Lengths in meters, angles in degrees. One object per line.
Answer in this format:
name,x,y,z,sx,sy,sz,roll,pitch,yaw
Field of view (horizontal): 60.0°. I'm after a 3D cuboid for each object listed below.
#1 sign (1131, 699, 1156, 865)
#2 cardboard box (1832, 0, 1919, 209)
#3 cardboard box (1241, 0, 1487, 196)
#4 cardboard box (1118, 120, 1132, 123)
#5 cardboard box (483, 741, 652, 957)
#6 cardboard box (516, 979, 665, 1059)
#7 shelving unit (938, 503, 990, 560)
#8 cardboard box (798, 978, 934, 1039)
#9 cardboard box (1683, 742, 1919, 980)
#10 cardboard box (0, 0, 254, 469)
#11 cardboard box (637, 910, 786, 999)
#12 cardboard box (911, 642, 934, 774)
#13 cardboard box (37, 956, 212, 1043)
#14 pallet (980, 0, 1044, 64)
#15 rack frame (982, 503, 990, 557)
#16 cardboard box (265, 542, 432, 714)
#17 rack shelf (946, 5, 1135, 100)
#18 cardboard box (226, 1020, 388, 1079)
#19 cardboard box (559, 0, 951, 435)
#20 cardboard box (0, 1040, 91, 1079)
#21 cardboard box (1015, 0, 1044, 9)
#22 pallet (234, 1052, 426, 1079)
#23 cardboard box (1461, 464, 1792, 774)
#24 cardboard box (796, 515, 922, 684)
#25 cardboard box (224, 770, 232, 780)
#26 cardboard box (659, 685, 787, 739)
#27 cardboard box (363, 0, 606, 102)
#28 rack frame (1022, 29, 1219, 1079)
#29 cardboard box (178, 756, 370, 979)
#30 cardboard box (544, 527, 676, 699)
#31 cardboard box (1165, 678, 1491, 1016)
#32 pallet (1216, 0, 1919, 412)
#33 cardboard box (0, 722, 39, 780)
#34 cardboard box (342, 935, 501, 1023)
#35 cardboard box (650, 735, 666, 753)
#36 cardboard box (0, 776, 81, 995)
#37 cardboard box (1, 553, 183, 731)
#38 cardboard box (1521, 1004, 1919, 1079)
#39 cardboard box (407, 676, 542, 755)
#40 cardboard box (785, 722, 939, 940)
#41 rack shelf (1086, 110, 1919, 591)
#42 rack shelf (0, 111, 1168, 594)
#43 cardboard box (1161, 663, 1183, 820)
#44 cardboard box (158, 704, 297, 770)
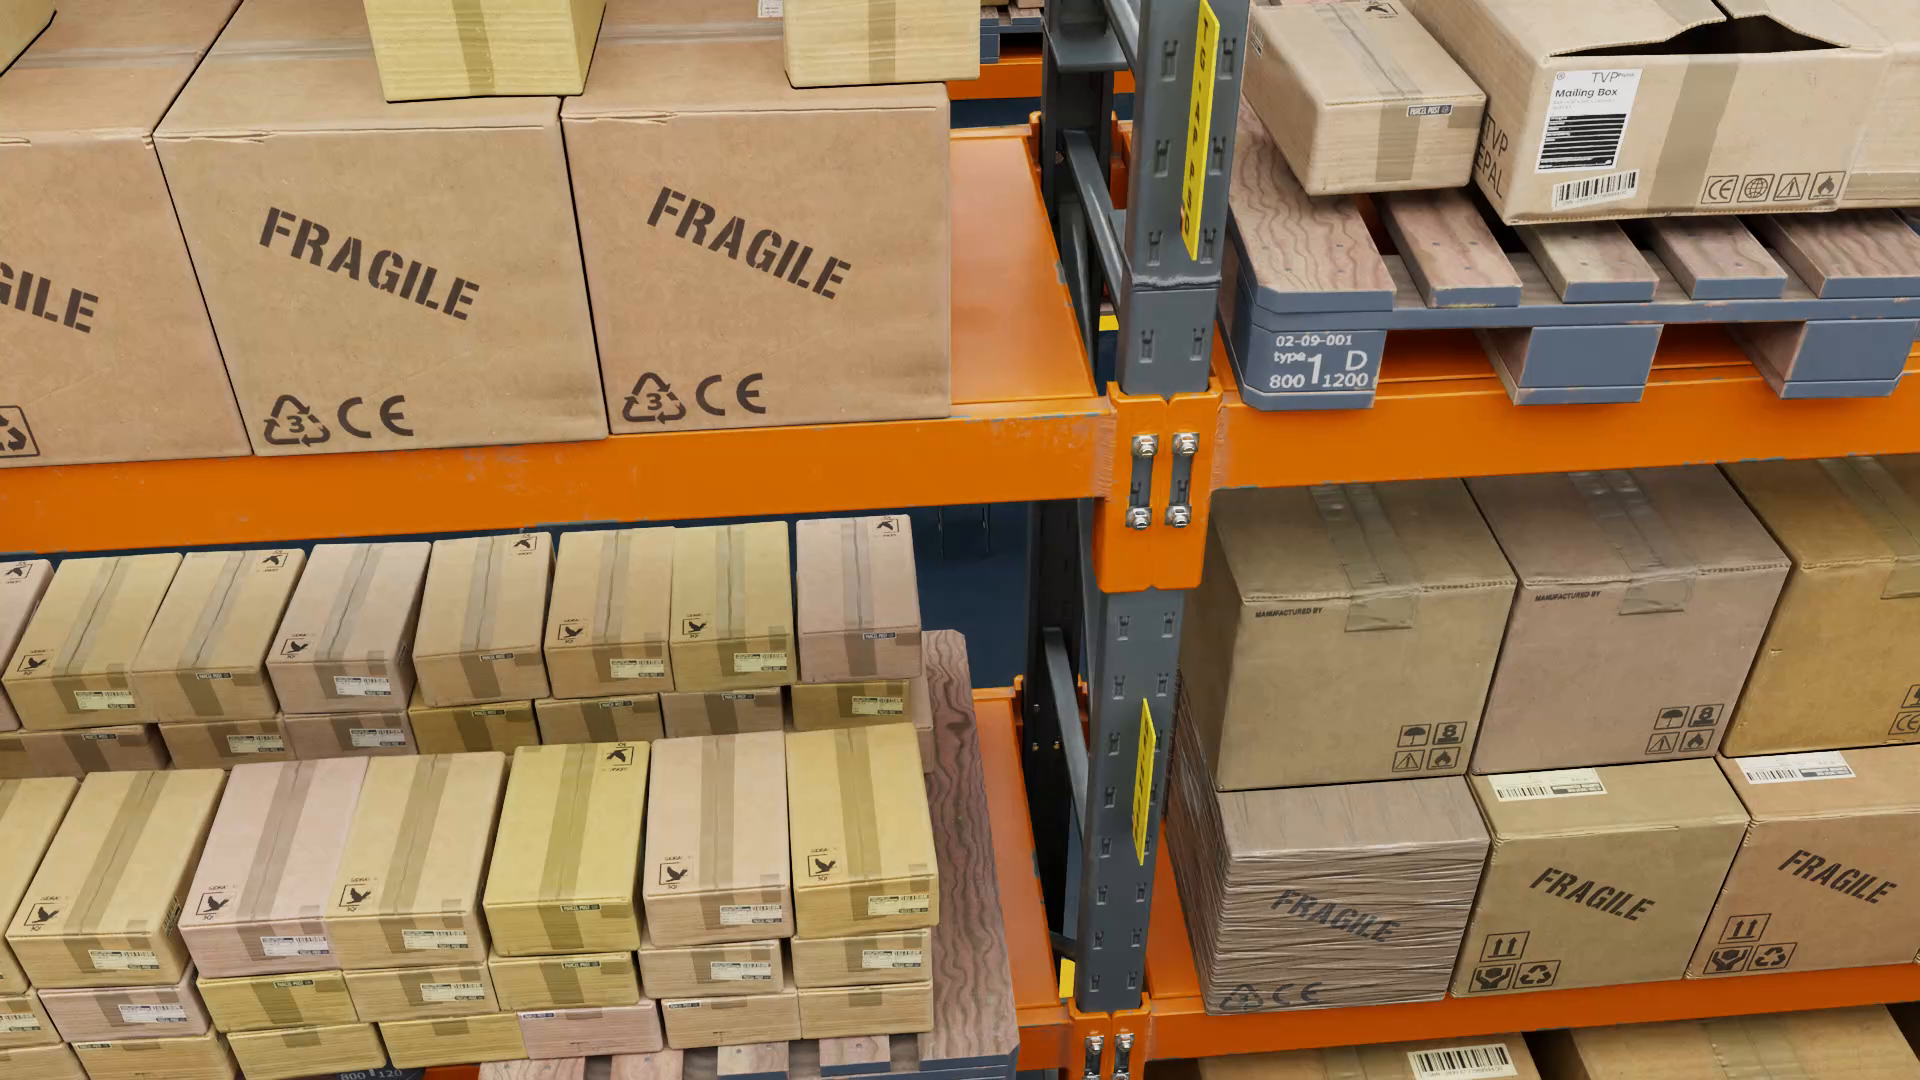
sign,0.320,0.426,2.917,0.005,0.325,0.100,-3,38,-4
cardboard box,1.502,-0.739,2.545,0.500,0.250,0.500,-2,38,-3
cardboard box,0.610,-0.687,2.561,0.250,0.149,0.380,-5,39,-6
cardboard box,1.022,-1.737,8.312,0.625,0.372,0.950,-4,38,-5
cardboard box,-0.696,0.552,3.012,0.250,0.149,0.380,-2,38,-3
cardboard box,-0.691,0.787,3.195,0.250,0.149,0.380,-3,38,-3
shelving unit,0.014,-0.472,6.379,0.189,1.200,0.258,-3,38,-4
cardboard box,-0.188,0.760,3.229,0.250,0.149,0.380,-3,38,-3
cardboard box,1.743,0.561,3.537,0.500,0.500,0.500,-3,38,-4
cardboard box,-1.279,-0.453,2.400,0.500,0.500,0.500,-3,38,-4
cardboard box,-0.455,0.656,3.120,0.250,0.149,0.380,-2,38,-2
cardboard box,-0.201,0.349,3.750,0.250,0.149,0.380,-4,38,-5
cardboard box,-1.473,0.713,3.049,0.250,0.149,0.380,-2,38,-3
pallet,0.424,-2.563,7.731,1.003,0.211,1.213,-3,38,-4
rack frame,0.106,-0.477,6.386,0.006,1.200,0.240,-3,38,-4
cardboard box,-1.260,0.179,3.485,0.250,0.149,0.380,-1,38,-2
rack shelf,1.716,-2.360,7.901,4.000,0.370,1.077,-3,38,-4
cardboard box,-1.208,0.814,3.161,0.250,0.149,0.380,-5,39,-6
cardboard box,-0.283,-0.513,2.477,0.500,0.500,0.500,-3,38,-4
cardboard box,-1.737,0.844,3.122,0.250,0.149,0.380,-5,39,-6
cardboard box,0.349,-2.497,7.357,0.250,0.149,0.380,-5,39,-7
pallet,-1.705,0.725,3.565,1.213,0.211,1.003,-3,38,-4
cardboard box,1.215,0.037,3.394,0.500,0.500,0.700,-4,38,-5
cardboard box,-0.219,0.122,3.558,0.250,0.149,0.380,-3,38,-4
cardboard box,-1.521,0.423,3.656,0.250,0.149,0.380,-3,38,-3
cardboard box,-0.506,0.251,3.634,0.250,0.149,0.380,-1,38,-2
cardboard box,-0.626,-0.782,2.199,0.258,0.266,0.396,-3,38,-4
rack frame,0.263,0.515,3.675,0.127,3.000,1.000,-3,38,-4
cardboard box,-1.202,0.579,2.978,0.250,0.149,0.380,-3,38,-4
cardboard box,-0.727,0.149,3.524,0.250,0.149,0.380,-3,38,-4
cardboard box,0.734,0.618,3.464,0.500,0.500,0.500,-3,38,-3
pallet,0.900,-0.656,2.891,1.003,0.211,1.213,-1,38,-2
cardboard box,-2.030,0.334,3.529,0.250,0.149,0.380,-3,38,-4
cardboard box,-0.966,0.686,3.083,0.250,0.149,0.380,-3,38,-4
cardboard box,-0.737,0.379,3.712,0.250,0.149,0.380,-1,38,-2
cardboard box,-1.732,0.609,2.940,0.250,0.149,0.380,-2,38,-3
cardboard box,-1.772,0.206,3.451,0.250,0.149,0.380,-4,38,-5
cardboard box,1.748,1.206,4.277,0.750,0.750,1.050,-3,38,-3
cardboard box,-1.023,0.282,3.595,0.250,0.149,0.380,-3,38,-4
cardboard box,-0.185,0.525,3.046,0.250,0.149,0.380,-5,39,-6
rack shelf,2.255,-0.489,3.108,4.000,0.370,1.077,-3,38,-4
rack shelf,-1.729,-0.270,2.830,4.000,0.370,1.077,-3,38,-4
cardboard box,0.688,0.286,3.885,0.500,0.500,0.500,-3,38,-4
cardboard box,-1.519,0.307,3.563,0.250,0.149,0.380,-3,38,-4
